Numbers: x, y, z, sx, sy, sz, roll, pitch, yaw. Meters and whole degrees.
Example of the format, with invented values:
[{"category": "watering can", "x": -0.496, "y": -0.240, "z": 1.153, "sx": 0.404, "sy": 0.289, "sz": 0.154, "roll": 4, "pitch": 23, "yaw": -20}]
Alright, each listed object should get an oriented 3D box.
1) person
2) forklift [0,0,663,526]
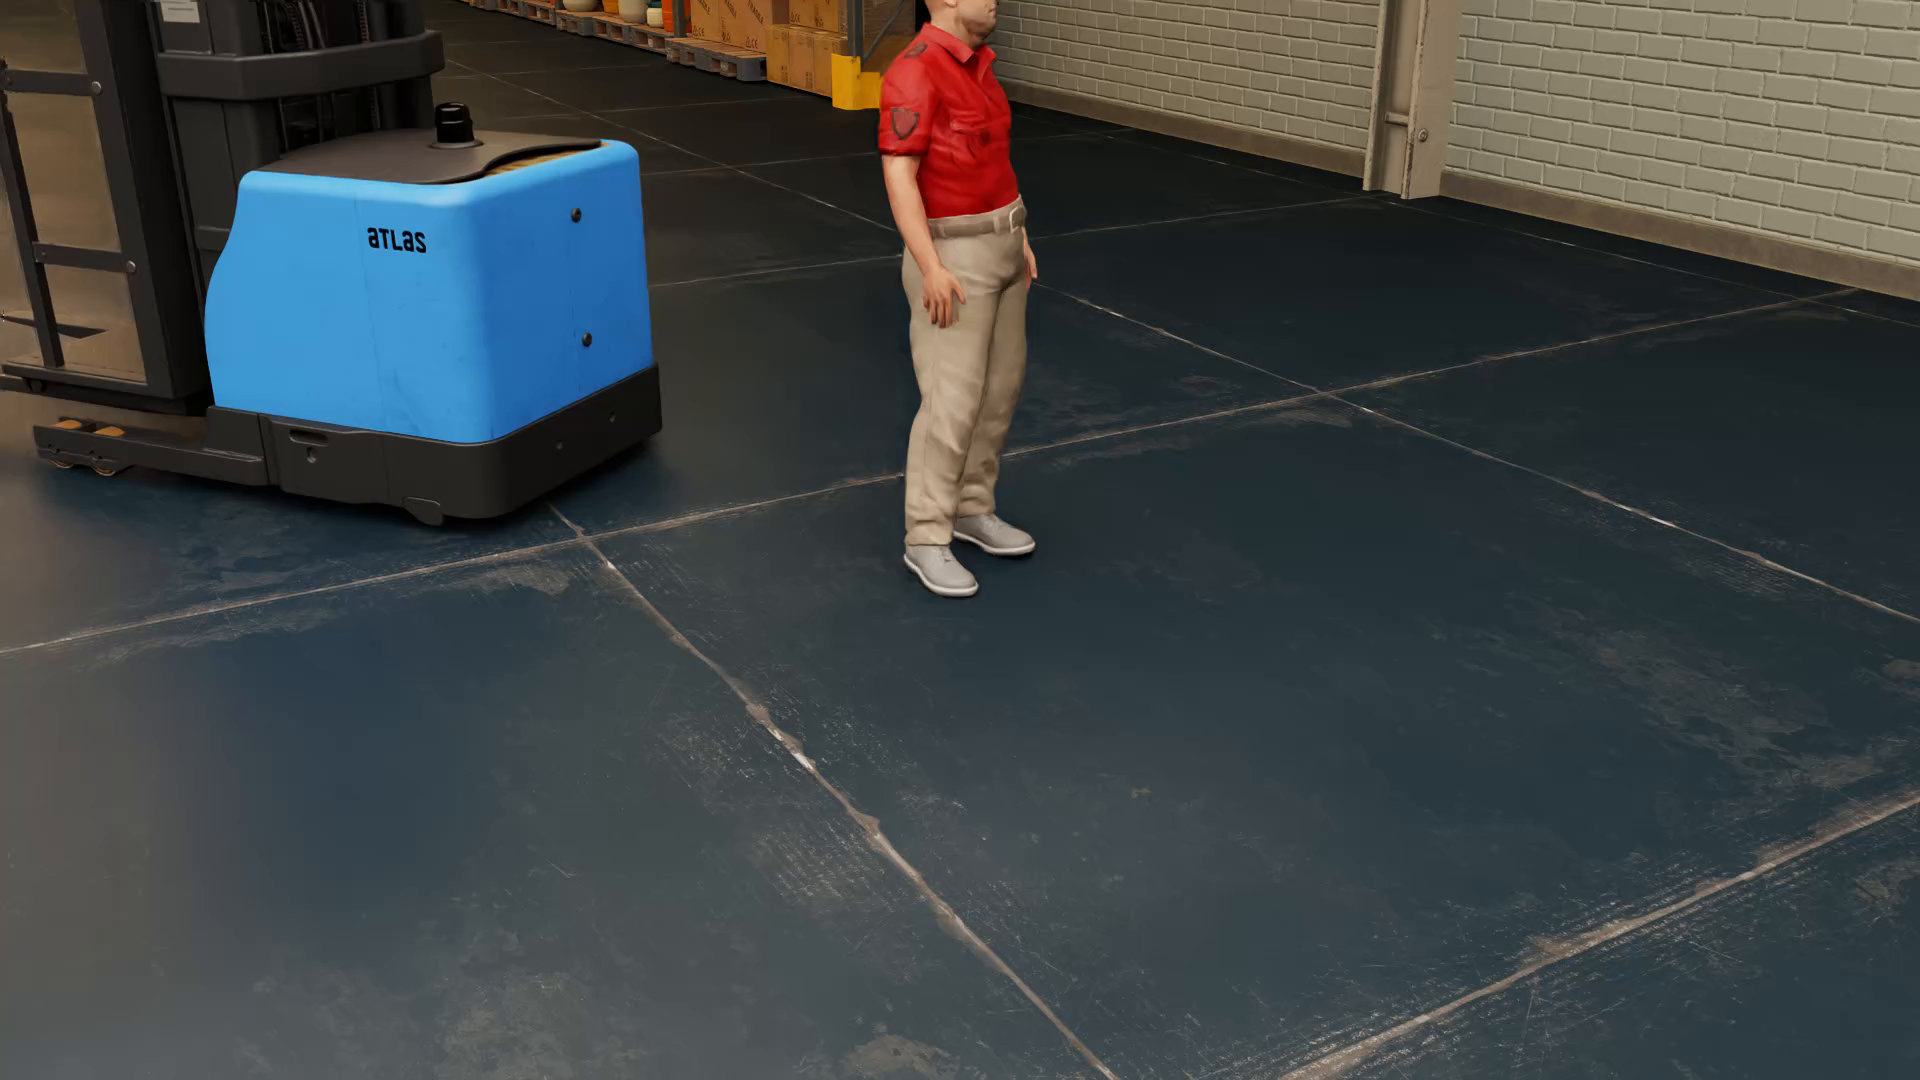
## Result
[{"category": "person", "x": 0.024, "y": -0.774, "z": 4.752, "sx": 0.421, "sy": 1.727, "sz": 0.743, "roll": 10, "pitch": 24, "yaw": 22}, {"category": "forklift", "x": -2.625, "y": -1.747, "z": 5.530, "sx": 3.031, "sy": 2.935, "sz": 1.130, "roll": 9, "pitch": 24, "yaw": 21}]
